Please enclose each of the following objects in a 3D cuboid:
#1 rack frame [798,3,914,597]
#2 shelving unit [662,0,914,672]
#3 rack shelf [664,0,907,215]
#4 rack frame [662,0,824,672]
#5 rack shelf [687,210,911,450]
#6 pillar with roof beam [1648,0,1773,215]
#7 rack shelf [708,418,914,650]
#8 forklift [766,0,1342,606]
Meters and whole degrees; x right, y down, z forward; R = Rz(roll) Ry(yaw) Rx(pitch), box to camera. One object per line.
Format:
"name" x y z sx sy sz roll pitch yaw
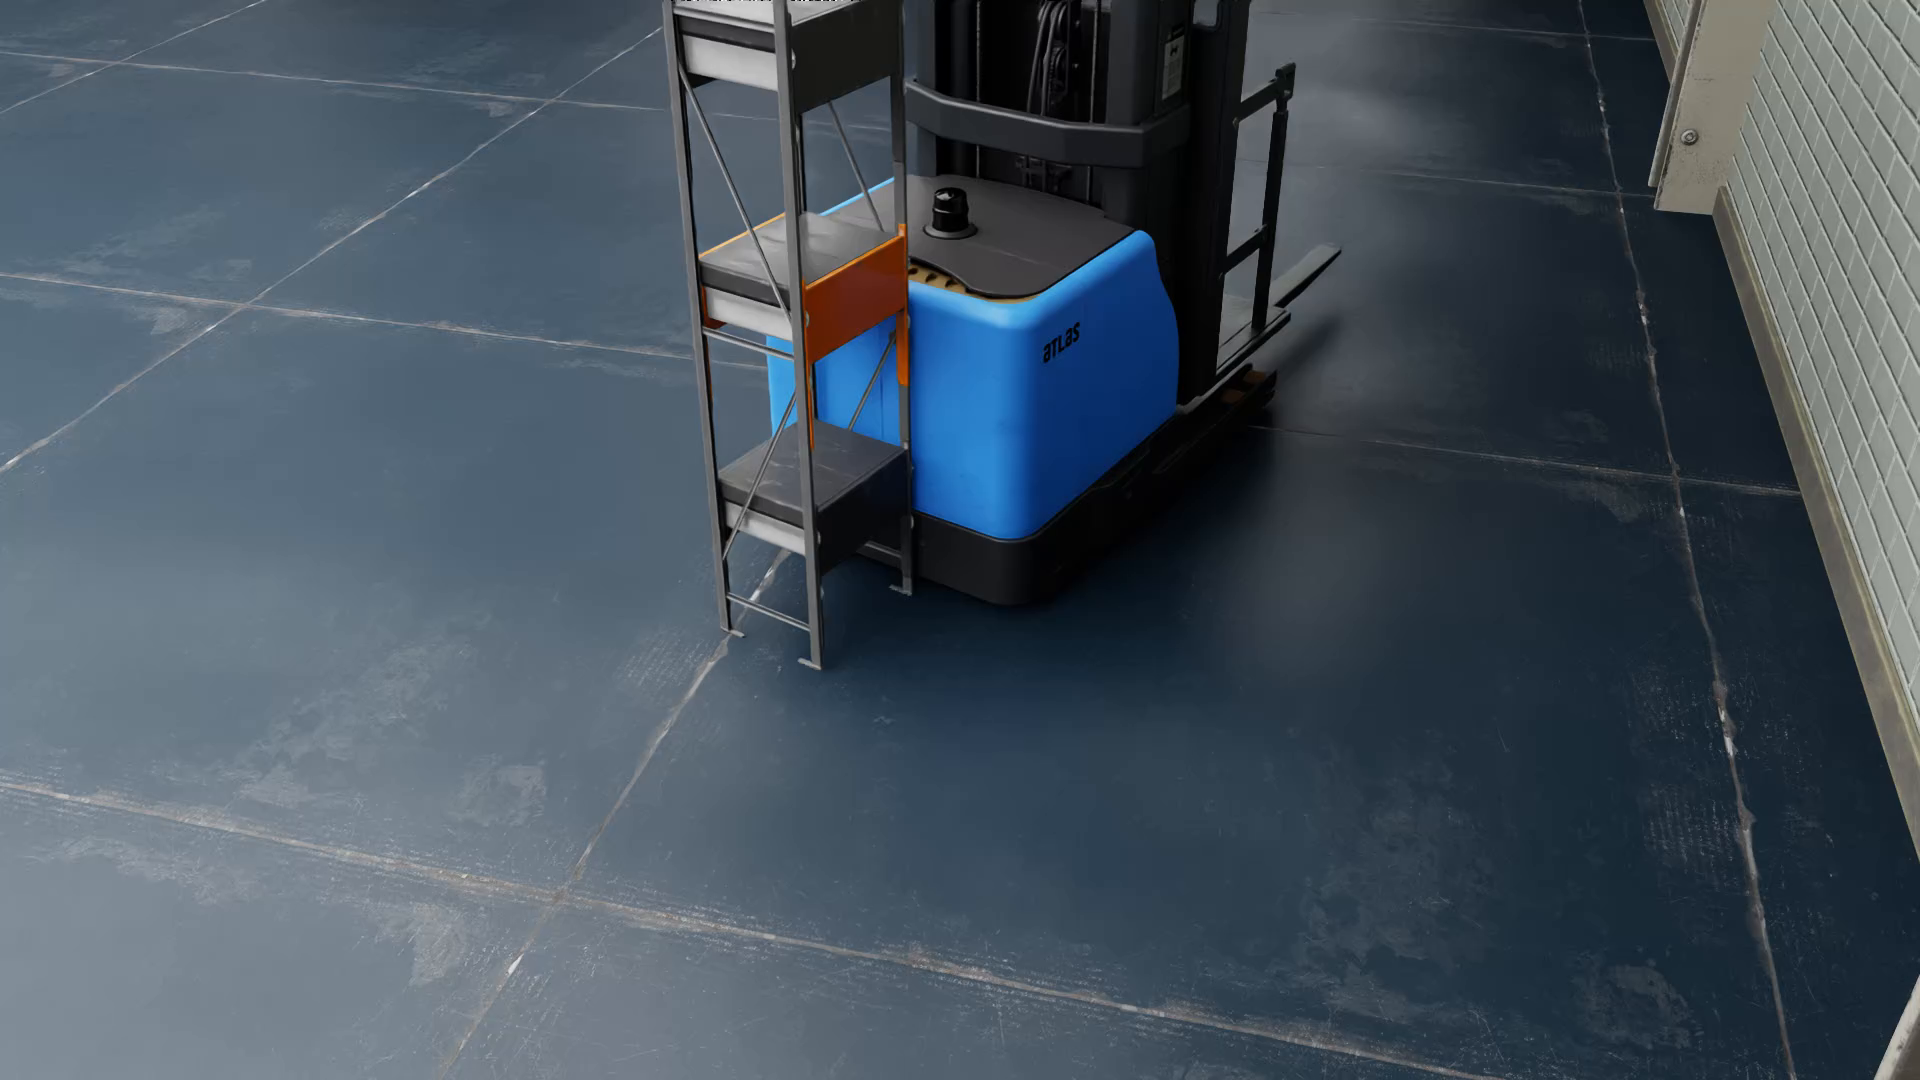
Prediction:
"rack frame" -0.321 -0.760 4.989 0.400 2.100 0.015 19 37 28
"shelving unit" -0.456 -0.651 4.817 0.431 2.100 0.503 19 37 28
"rack shelf" -0.456 -1.230 4.449 0.431 0.518 0.480 19 37 28
"rack frame" -0.590 -0.542 4.645 0.400 2.100 0.015 19 37 28
"rack shelf" -0.456 -0.639 4.824 0.431 0.518 0.480 19 37 28
"pillar with roof beam" -0.471 -6.127 7.000 9.100 9.000 0.400 8 33 12
"rack shelf" -0.456 -0.049 5.200 0.431 0.518 0.480 19 37 28
"forklift" 0.585 -1.777 5.814 1.130 2.935 3.031 19 37 28
